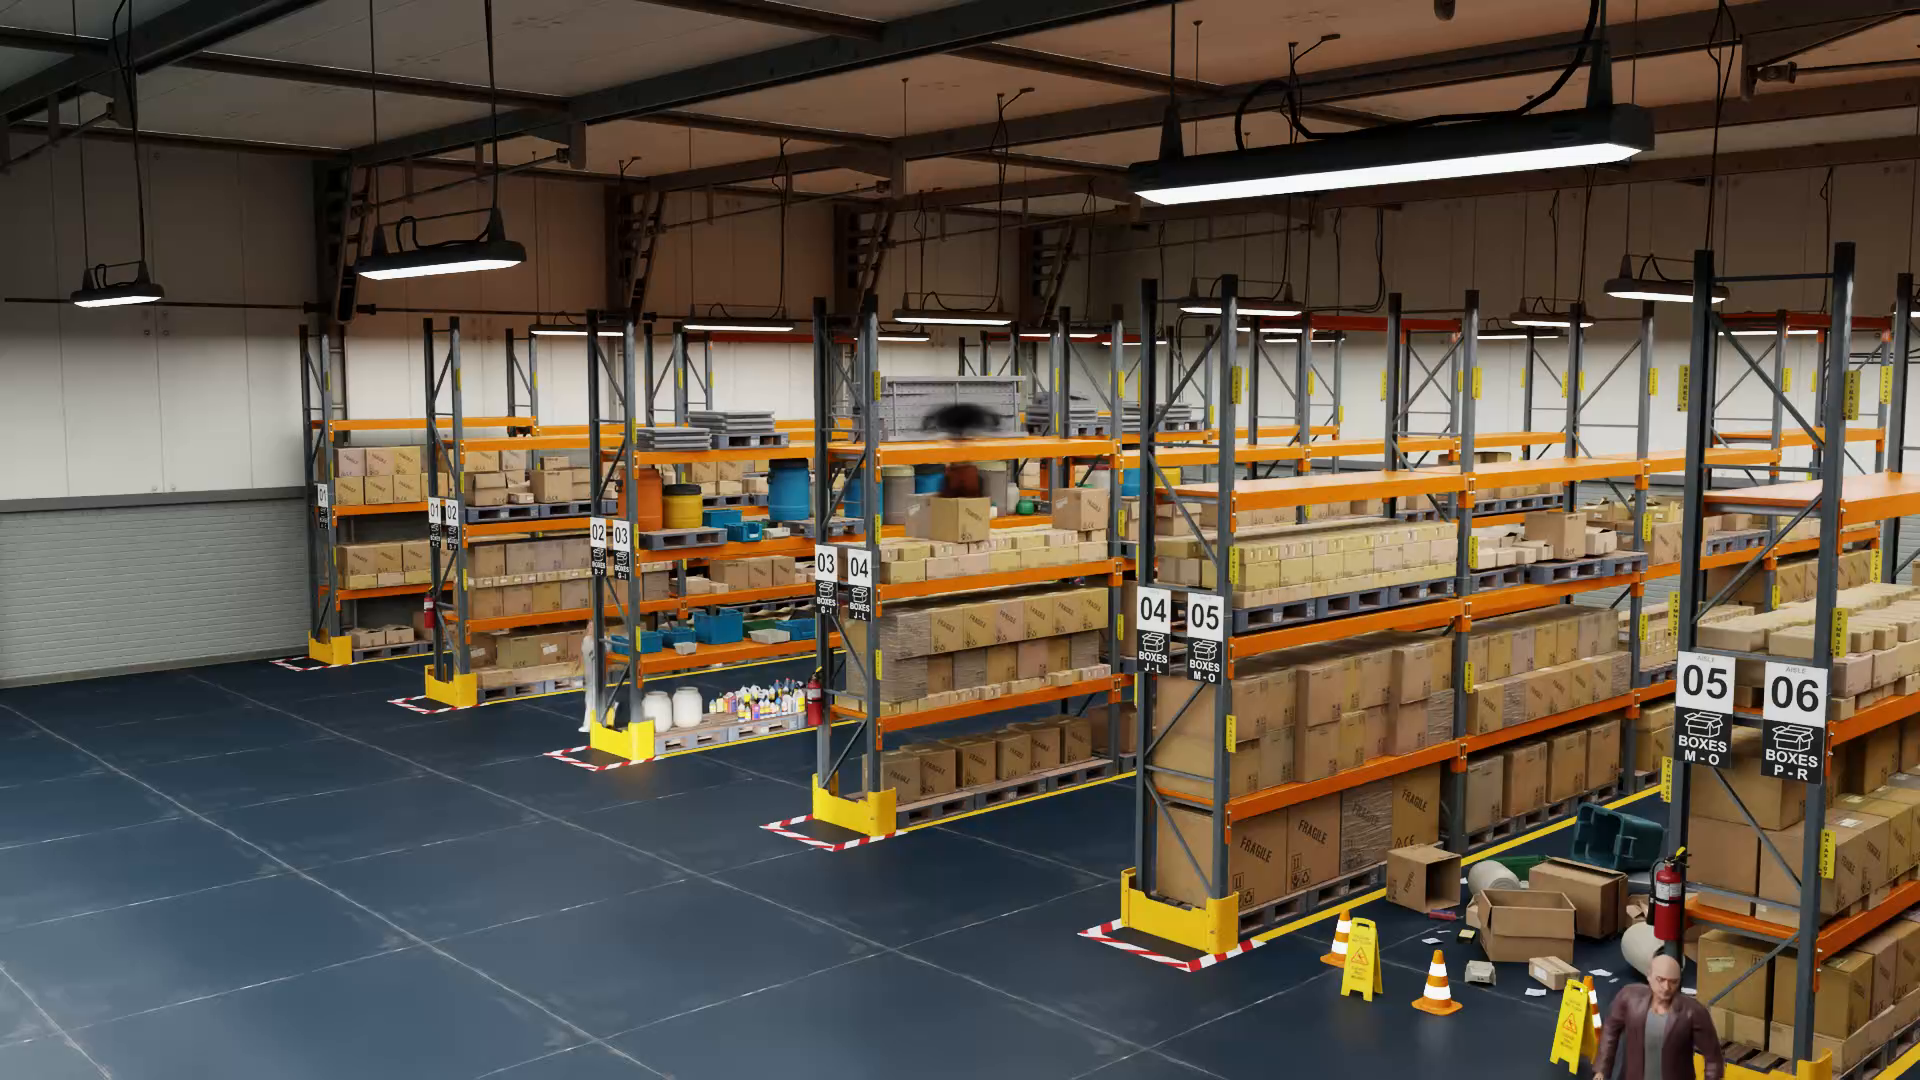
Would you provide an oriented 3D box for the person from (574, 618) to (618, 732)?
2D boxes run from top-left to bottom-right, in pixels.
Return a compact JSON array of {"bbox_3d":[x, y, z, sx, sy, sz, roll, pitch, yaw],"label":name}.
[{"bbox_3d":[-5.232,1.927,24.049,0.584,1.635,0.817,4,7,32],"label":"person"}]

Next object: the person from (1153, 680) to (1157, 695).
[{"bbox_3d":[3.212,1.669,26.213,0.636,1.749,0.725,4,7,37],"label":"person"}]

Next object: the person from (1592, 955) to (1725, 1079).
[{"bbox_3d":[4.291,3.302,10.133,0.762,1.713,0.922,4,7,35],"label":"person"}]
